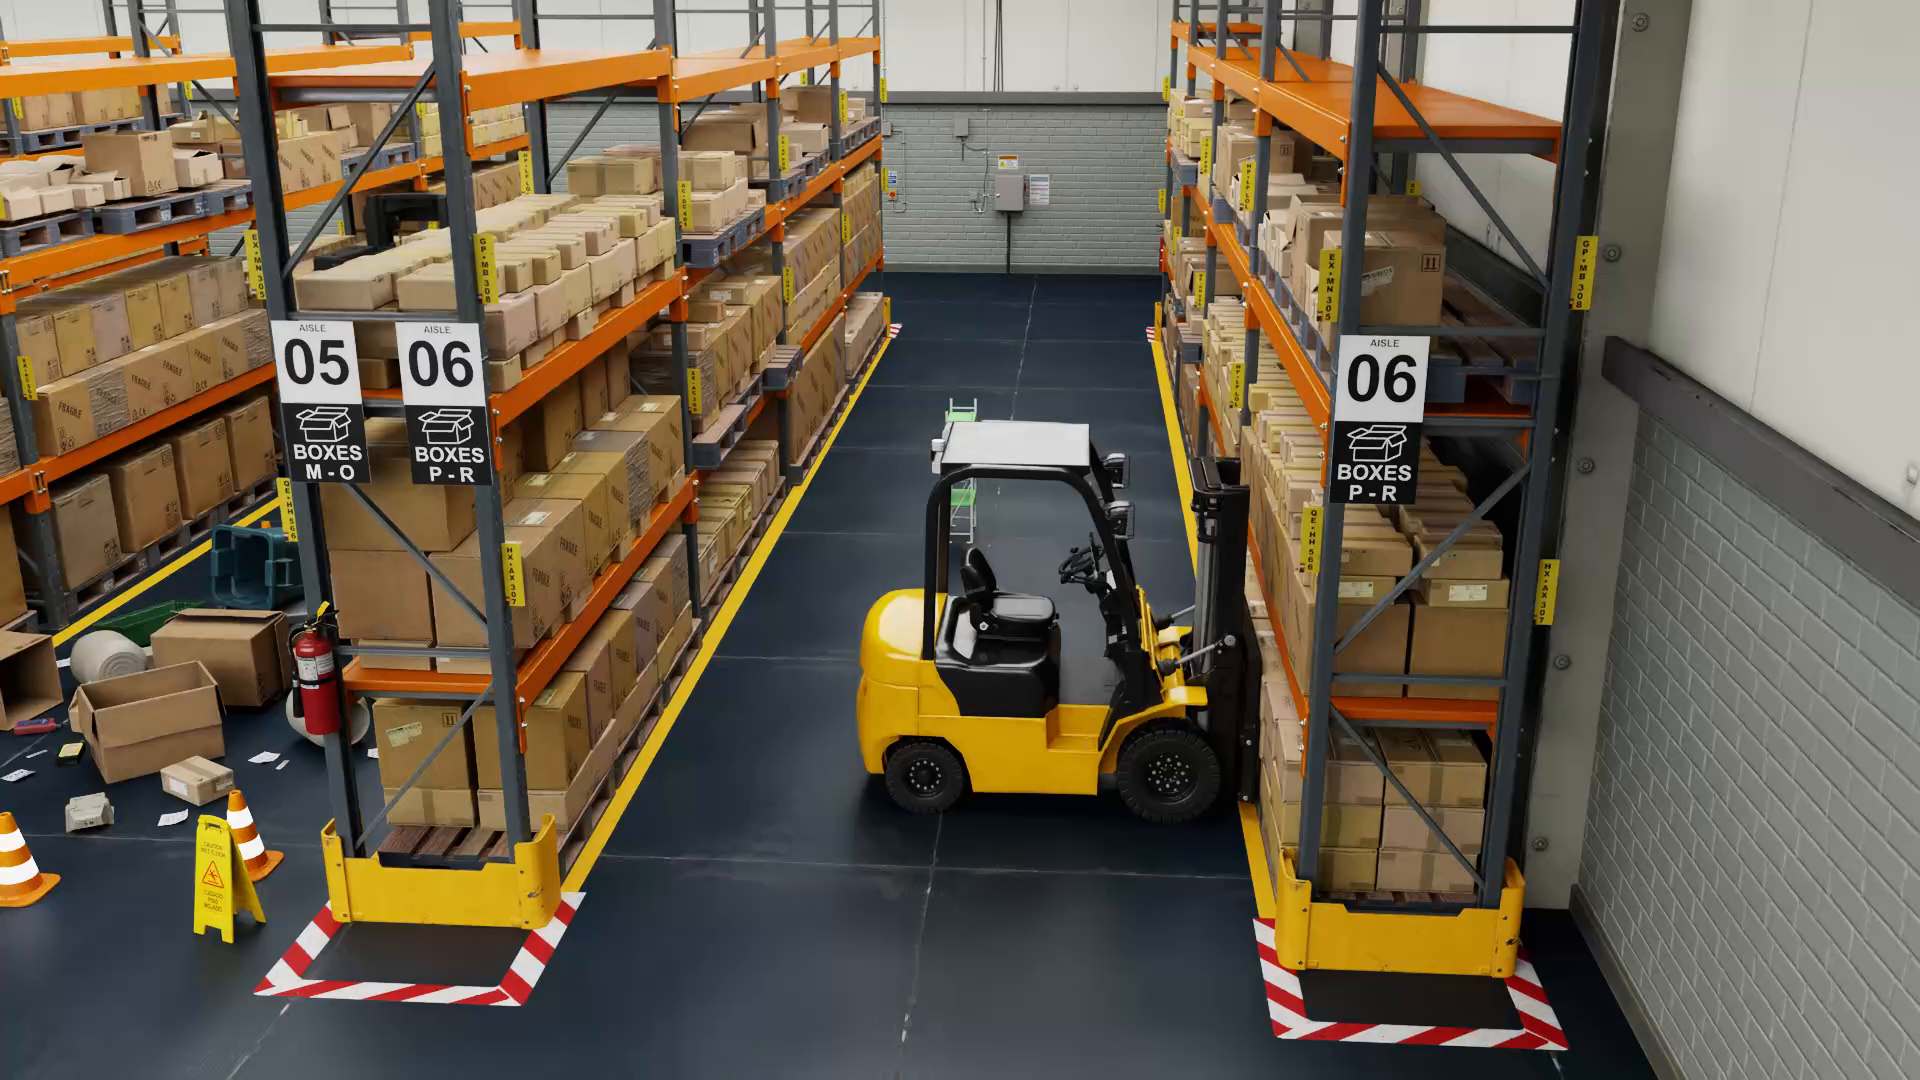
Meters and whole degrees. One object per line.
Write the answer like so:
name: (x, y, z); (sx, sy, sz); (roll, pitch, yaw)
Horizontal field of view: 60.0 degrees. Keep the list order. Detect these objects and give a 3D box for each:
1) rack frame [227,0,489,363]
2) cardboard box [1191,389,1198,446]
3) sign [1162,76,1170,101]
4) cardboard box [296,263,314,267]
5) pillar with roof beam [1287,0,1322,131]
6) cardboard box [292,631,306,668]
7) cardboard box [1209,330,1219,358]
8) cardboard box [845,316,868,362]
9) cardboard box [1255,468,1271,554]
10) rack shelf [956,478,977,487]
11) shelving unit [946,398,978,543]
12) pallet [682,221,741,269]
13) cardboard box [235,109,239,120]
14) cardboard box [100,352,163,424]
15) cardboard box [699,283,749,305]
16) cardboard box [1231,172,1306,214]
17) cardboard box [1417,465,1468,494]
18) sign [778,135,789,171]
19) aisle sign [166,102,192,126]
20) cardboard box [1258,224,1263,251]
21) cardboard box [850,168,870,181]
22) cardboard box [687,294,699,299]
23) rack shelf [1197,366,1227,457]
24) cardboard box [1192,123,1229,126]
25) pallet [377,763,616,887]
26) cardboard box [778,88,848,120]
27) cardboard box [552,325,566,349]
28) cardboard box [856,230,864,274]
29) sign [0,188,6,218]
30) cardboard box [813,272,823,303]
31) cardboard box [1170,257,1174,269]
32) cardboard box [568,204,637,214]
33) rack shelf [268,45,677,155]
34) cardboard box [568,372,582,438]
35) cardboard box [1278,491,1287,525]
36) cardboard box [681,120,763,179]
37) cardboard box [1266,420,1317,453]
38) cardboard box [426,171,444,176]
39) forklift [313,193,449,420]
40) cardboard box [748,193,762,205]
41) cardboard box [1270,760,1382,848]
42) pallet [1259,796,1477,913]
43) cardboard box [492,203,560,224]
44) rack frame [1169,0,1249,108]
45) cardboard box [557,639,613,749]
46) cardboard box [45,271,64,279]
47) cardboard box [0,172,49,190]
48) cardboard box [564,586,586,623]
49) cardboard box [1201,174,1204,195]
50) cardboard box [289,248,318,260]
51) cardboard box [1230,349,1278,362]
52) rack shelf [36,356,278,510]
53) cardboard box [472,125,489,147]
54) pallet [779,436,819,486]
rack frame: (-2.746, -2.280, 7.429); (1.000, 3.000, 0.127); (1, 18, 4)
cardboard box: (2.676, -1.270, 17.321); (0.500, 0.500, 0.500); (2, 18, 6)
sign: (2.811, -6.142, 22.628); (0.100, 0.325, 0.005); (1, 18, 4)
cardboard box: (-6.815, -2.821, 17.488); (0.380, 0.149, 0.250); (2, 18, 6)
pillar with roof beam: (-0.280, -6.189, 19.361); (9.100, 9.000, 0.400); (1, 18, 4)
cardboard box: (-4.658, 0.833, 11.955); (0.258, 0.266, 0.396); (-13, 22, -34)
cardboard box: (2.466, -1.683, 14.679); (0.500, 0.250, 0.500); (2, 18, 6)
cardboard box: (-1.670, -2.609, 21.507); (0.875, 0.438, 0.875); (1, 18, 2)
cardboard box: (2.144, -0.158, 10.427); (0.500, 0.500, 0.500); (1, 18, 3)
rack shelf: (0.012, -0.561, 14.913); (0.258, 0.148, 0.480); (1, 18, 4)
shelving unit: (0.012, -0.622, 14.893); (0.258, 1.200, 0.503); (1, 18, 4)
pallet: (-2.309, -2.197, 12.295); (1.213, 0.211, 1.003); (1, 18, 4)
cardboard box: (-7.275, -4.361, 17.207); (0.396, 0.266, 0.258); (1, 18, 4)
cardboard box: (-7.024, -1.267, 13.813); (0.500, 0.500, 0.500); (1, 18, 4)
cardboard box: (-2.008, -2.096, 14.148); (0.380, 0.149, 0.250); (0, 18, 1)
cardboard box: (2.356, -2.661, 12.716); (0.500, 0.311, 0.500); (1, 18, 2)
cardboard box: (2.643, -0.317, 9.394); (0.380, 0.149, 0.250); (1, 18, 3)
sign: (-1.631, -3.572, 15.360); (0.100, 0.325, 0.005); (1, 18, 4)
aisle sign: (-11.179, -5.871, 23.847); (0.394, 0.787, 0.004); (1, 18, 4)
cardboard box: (2.157, -1.982, 10.907); (0.380, 0.149, 0.250); (2, 18, 5)
cardboard box: (-1.413, -4.875, 22.174); (0.380, 0.149, 0.250); (2, 18, 5)
cardboard box: (-2.497, -1.840, 14.410); (0.500, 0.500, 0.500); (2, 18, 5)
rack shelf: (2.635, -0.841, 13.828); (1.077, 0.370, 4.000); (1, 18, 4)
cardboard box: (2.646, -4.334, 17.607); (0.380, 0.149, 0.250); (2, 18, 5)
pallet: (-2.647, 1.621, 9.637); (1.003, 0.211, 1.213); (1, 18, 4)
cardboard box: (-1.821, -5.297, 20.454); (0.797, 0.503, 0.637); (3, 18, 8)
cardboard box: (-2.407, -1.156, 9.220); (0.380, 0.149, 0.250); (1, 18, 2)
cardboard box: (-1.509, -3.654, 21.097); (0.500, 0.500, 0.500); (1, 18, 4)
sign: (-6.850, -2.447, 11.800); (0.100, 0.325, 0.005); (1, 18, 4)
cardboard box: (-1.754, -2.704, 17.796); (0.500, 0.250, 0.500); (2, 18, 5)
cardboard box: (2.915, -3.592, 21.472); (0.380, 0.149, 0.250); (2, 18, 5)
cardboard box: (-2.314, -2.092, 10.795); (0.380, 0.149, 0.250); (2, 18, 5)
rack shelf: (-2.603, -2.558, 9.437); (1.077, 0.370, 4.000); (1, 18, 4)
cardboard box: (-2.828, -0.890, 10.578); (0.700, 0.500, 0.500); (1, 18, 3)
cardboard box: (2.018, -0.188, 9.477); (0.380, 0.149, 0.250); (1, 18, 4)
cardboard box: (-2.296, -3.708, 15.765); (0.797, 0.503, 0.637); (0, 18, 1)
cardboard box: (2.123, -0.645, 10.394); (0.380, 0.149, 0.250); (1, 18, 3)
cardboard box: (-6.963, -4.532, 21.692); (0.500, 0.500, 0.500); (1, 18, 2)
forklift: (-4.998, -1.571, 15.011); (1.130, 2.935, 3.031); (2, 18, 7)
cardboard box: (-1.995, -3.040, 14.969); (0.380, 0.149, 0.250); (1, 18, 4)
cardboard box: (1.928, 1.392, 8.796); (0.500, 0.250, 0.500); (1, 18, 3)
pallet: (2.218, 1.767, 9.191); (1.003, 0.211, 1.213); (1, 18, 4)
cardboard box: (-2.825, -2.103, 10.828); (0.380, 0.149, 0.250); (1, 18, 2)
rack frame: (3.352, -7.140, 22.260); (1.000, 3.000, 0.127); (1, 18, 4)
cardboard box: (-2.378, 0.907, 9.874); (0.500, 0.500, 0.500); (1, 18, 2)
cardboard box: (-11.417, -3.342, 20.709); (0.380, 0.149, 0.250); (1, 18, 4)
cardboard box: (-7.535, -2.740, 13.057); (0.500, 0.250, 0.500); (1, 18, 3)
cardboard box: (-2.347, 0.352, 9.434); (0.380, 0.149, 0.250); (2, 18, 5)
cardboard box: (2.609, -3.479, 16.147); (0.500, 0.250, 0.500); (1, 18, 4)
cardboard box: (-7.390, -3.163, 18.531); (0.380, 0.149, 0.250); (1, 18, 3)
cardboard box: (2.357, -1.426, 13.256); (0.380, 0.149, 0.250); (1, 18, 4)
rack shelf: (-7.260, -1.030, 14.404); (1.077, 0.370, 4.000); (1, 18, 4)
cardboard box: (-6.409, -5.206, 21.419); (0.500, 0.250, 0.500); (2, 18, 6)
pallet: (-2.041, -0.832, 17.122); (1.003, 0.211, 1.213); (1, 18, 4)
